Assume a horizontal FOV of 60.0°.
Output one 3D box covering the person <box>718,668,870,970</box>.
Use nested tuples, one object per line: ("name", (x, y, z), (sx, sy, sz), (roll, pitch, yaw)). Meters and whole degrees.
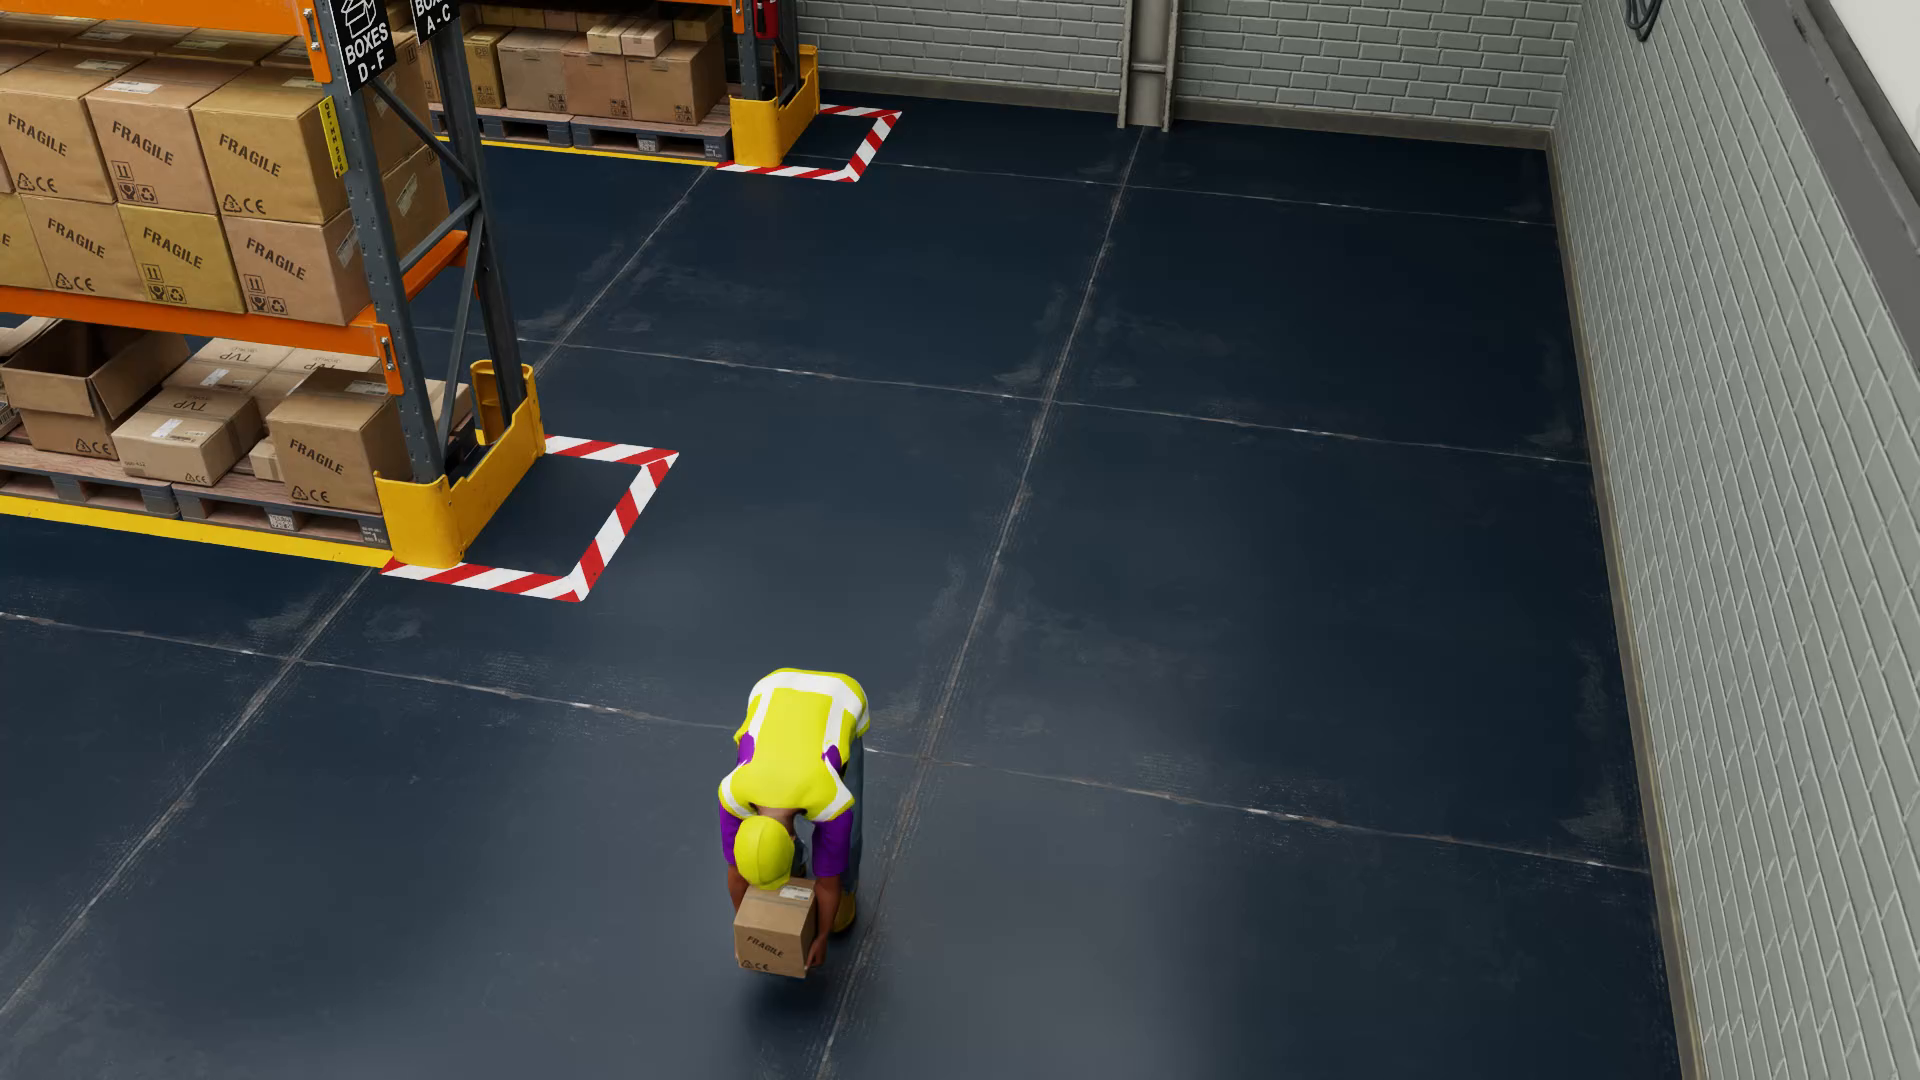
("person", (-0.594, 1.083, 6.072), (0.490, 1.054, 0.981), (6, 37, 8))
